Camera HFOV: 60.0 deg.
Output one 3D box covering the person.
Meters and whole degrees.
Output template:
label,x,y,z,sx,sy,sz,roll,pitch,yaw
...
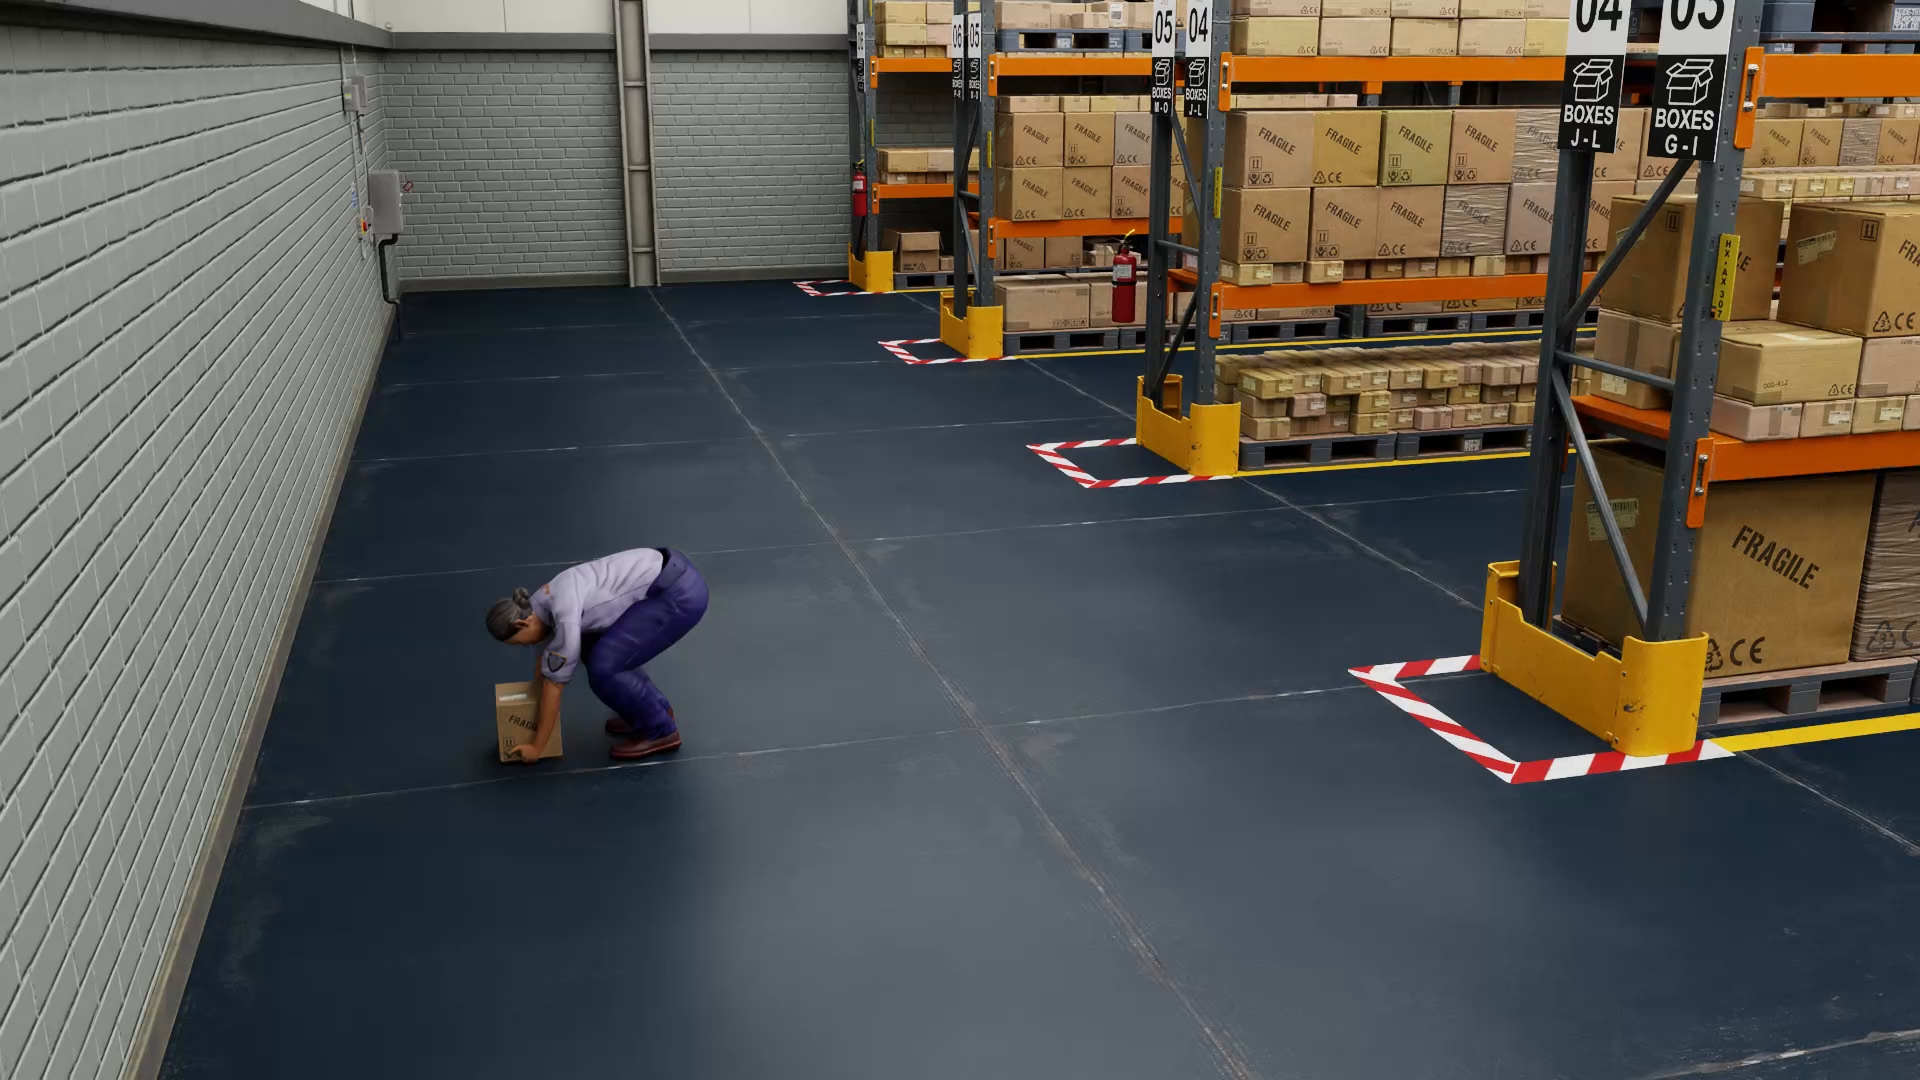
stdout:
label,x,y,z,sx,sy,sz,roll,pitch,yaw
person,-1.527,0.471,6.919,0.836,0.830,0.502,-5,17,-18
